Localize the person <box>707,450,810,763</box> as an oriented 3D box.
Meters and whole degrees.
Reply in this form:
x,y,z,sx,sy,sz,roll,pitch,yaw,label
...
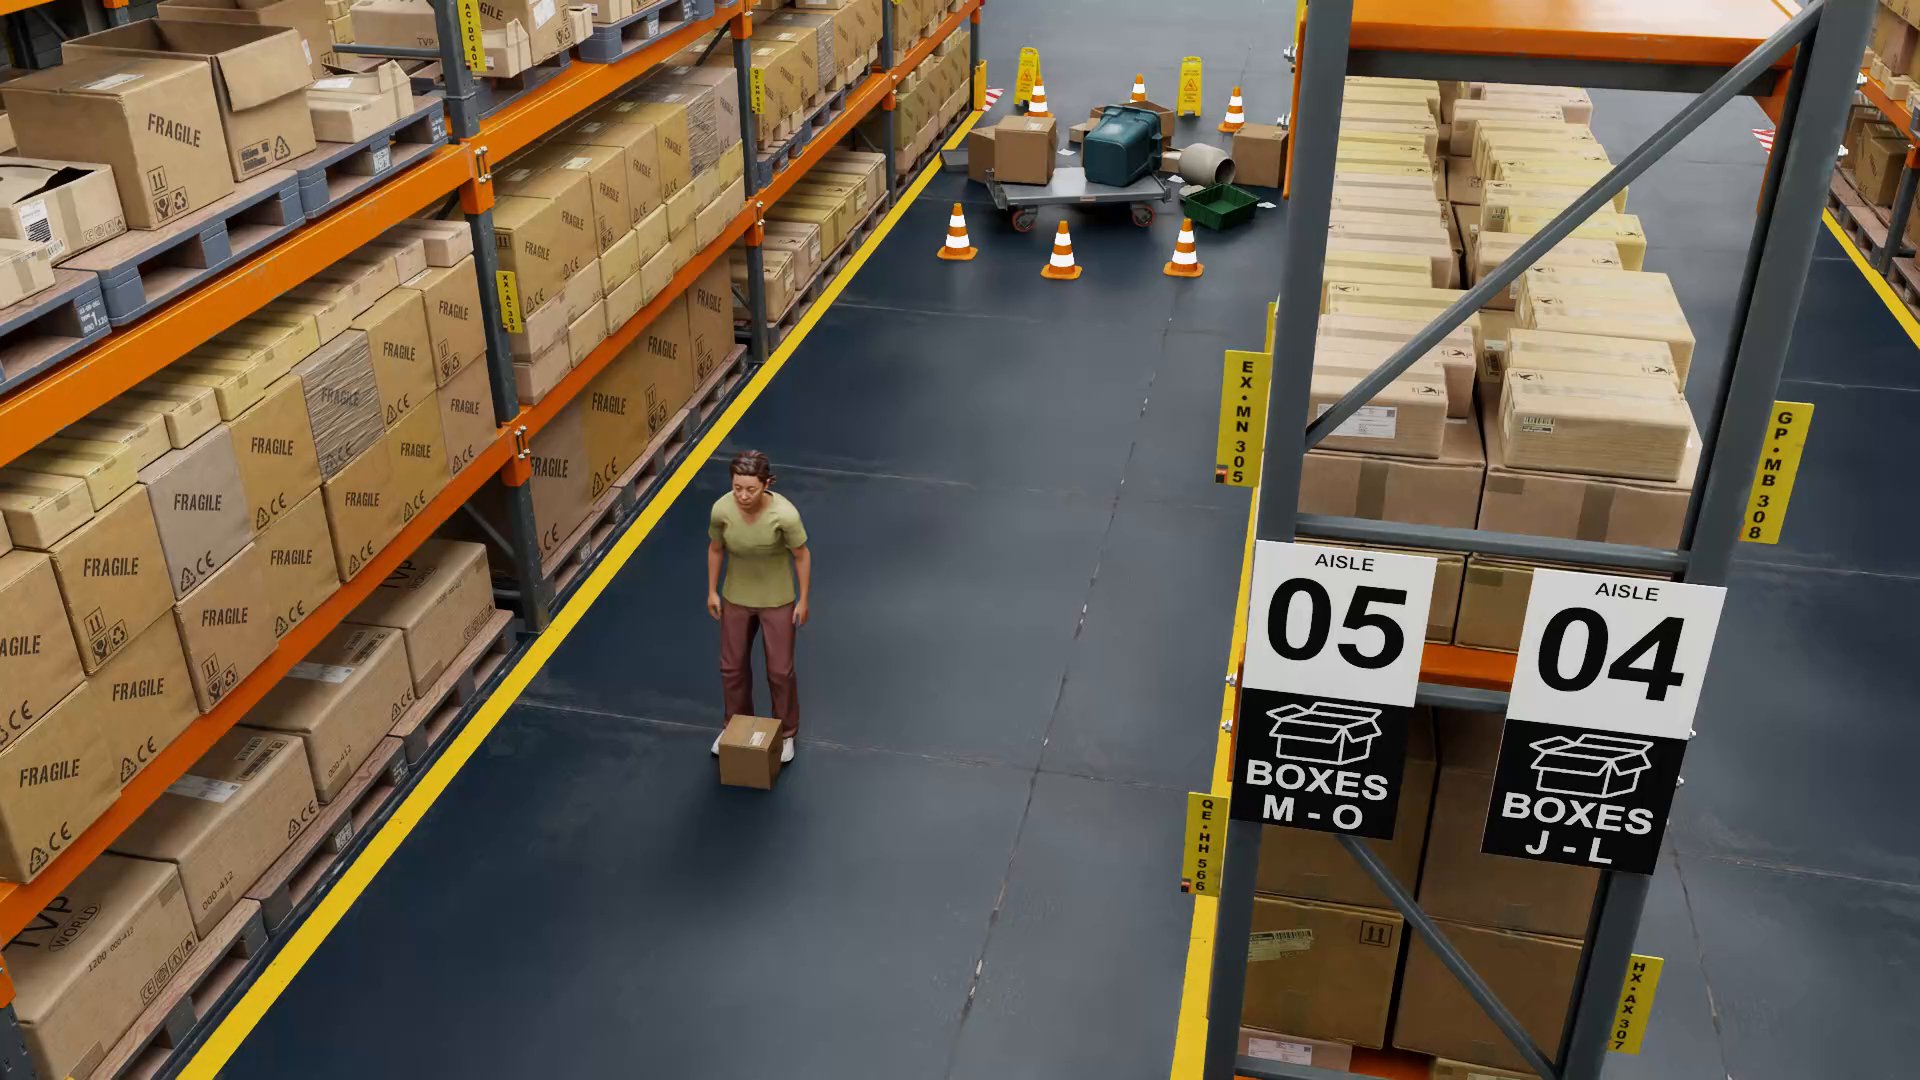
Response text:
x,y,z,sx,sy,sz,roll,pitch,yaw,label
-0.978,0.305,8.062,0.513,1.673,0.355,5,29,9,person
